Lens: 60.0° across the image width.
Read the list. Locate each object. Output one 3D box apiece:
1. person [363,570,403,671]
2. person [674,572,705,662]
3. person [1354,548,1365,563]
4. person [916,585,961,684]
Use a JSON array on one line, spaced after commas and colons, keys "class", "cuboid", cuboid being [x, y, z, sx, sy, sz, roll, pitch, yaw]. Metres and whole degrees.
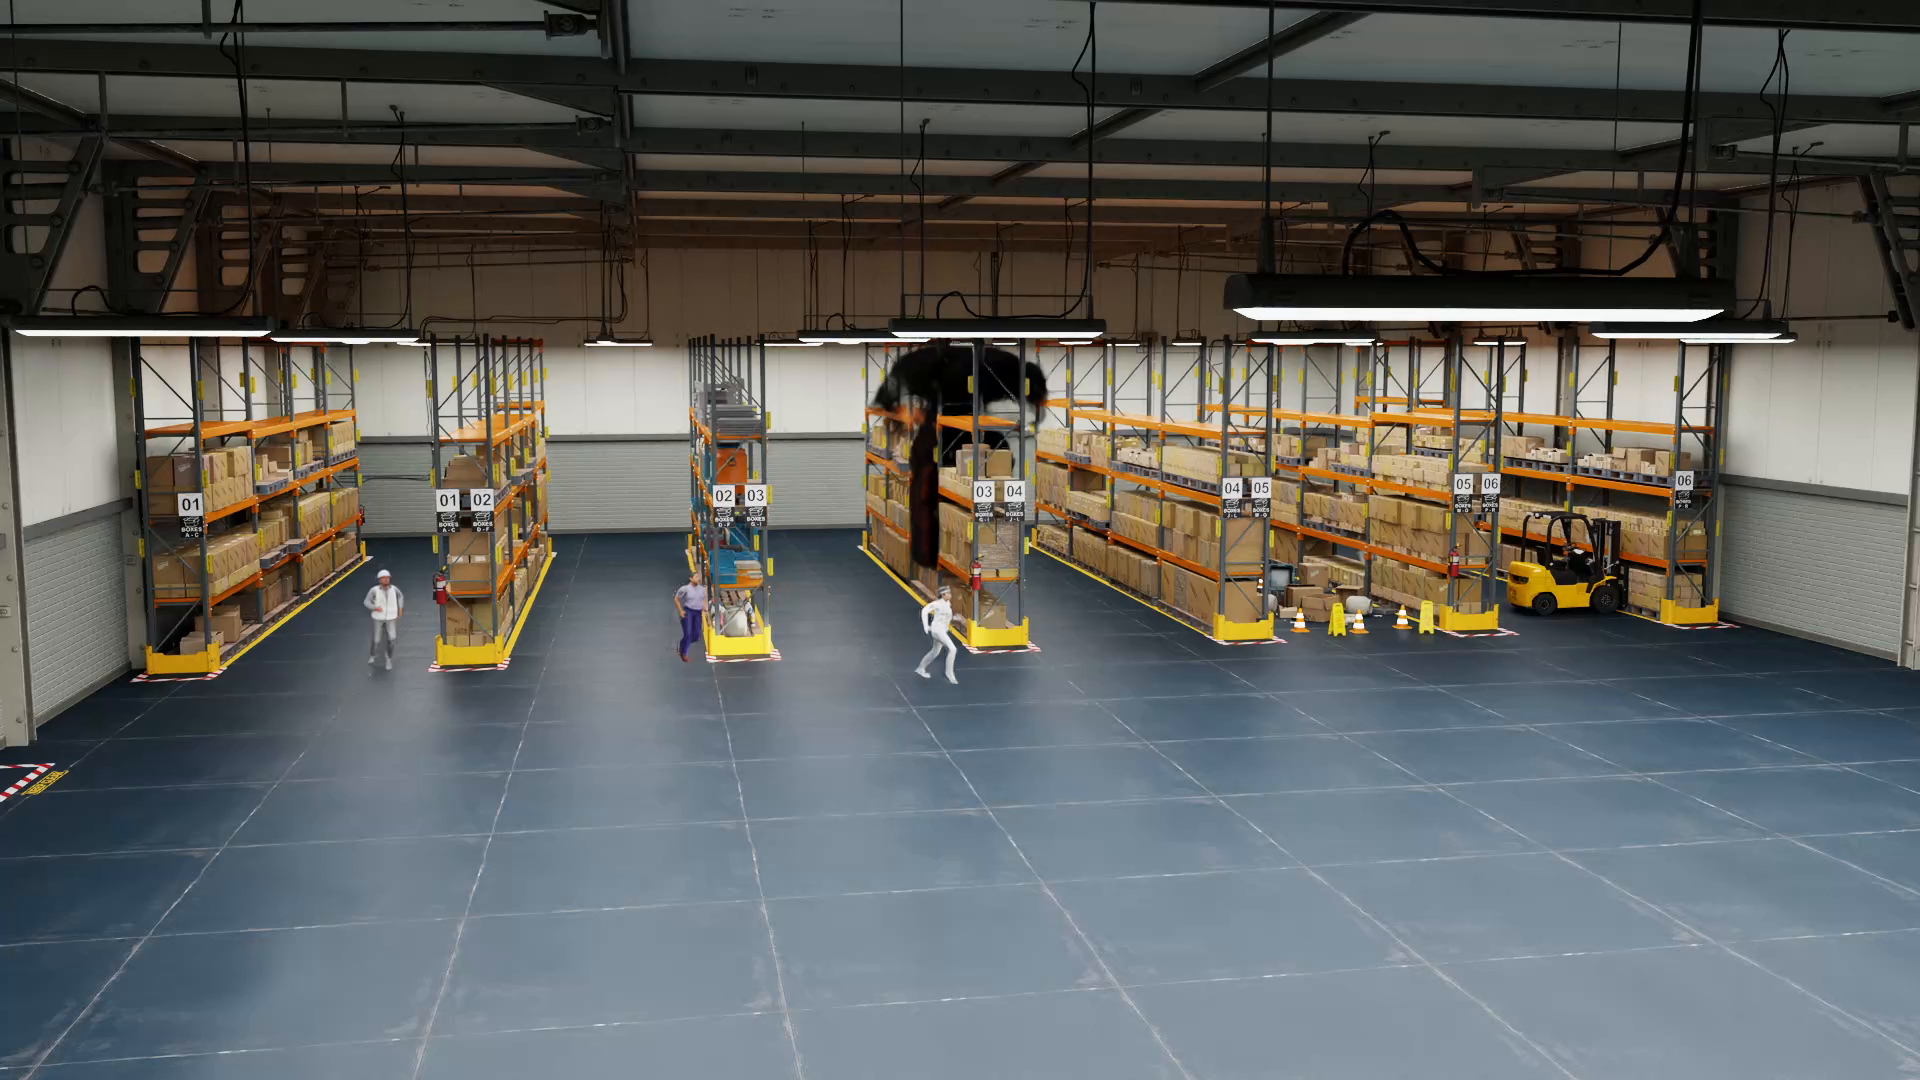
[{"class": "person", "cuboid": [-10.357, 1.433, 29.950, 0.722, 1.803, 0.721, -4, 7, -29]}, {"class": "person", "cuboid": [-4.906, 1.375, 30.331, 0.645, 1.598, 0.571, -5, 8, -39]}, {"class": "person", "cuboid": [10.362, -0.071, 43.061, 0.639, 1.837, 0.719, -2, 7, -14]}, {"class": "person", "cuboid": [-0.383, 1.619, 28.636, 0.827, 1.725, 0.636, 3, 7, 21]}]
